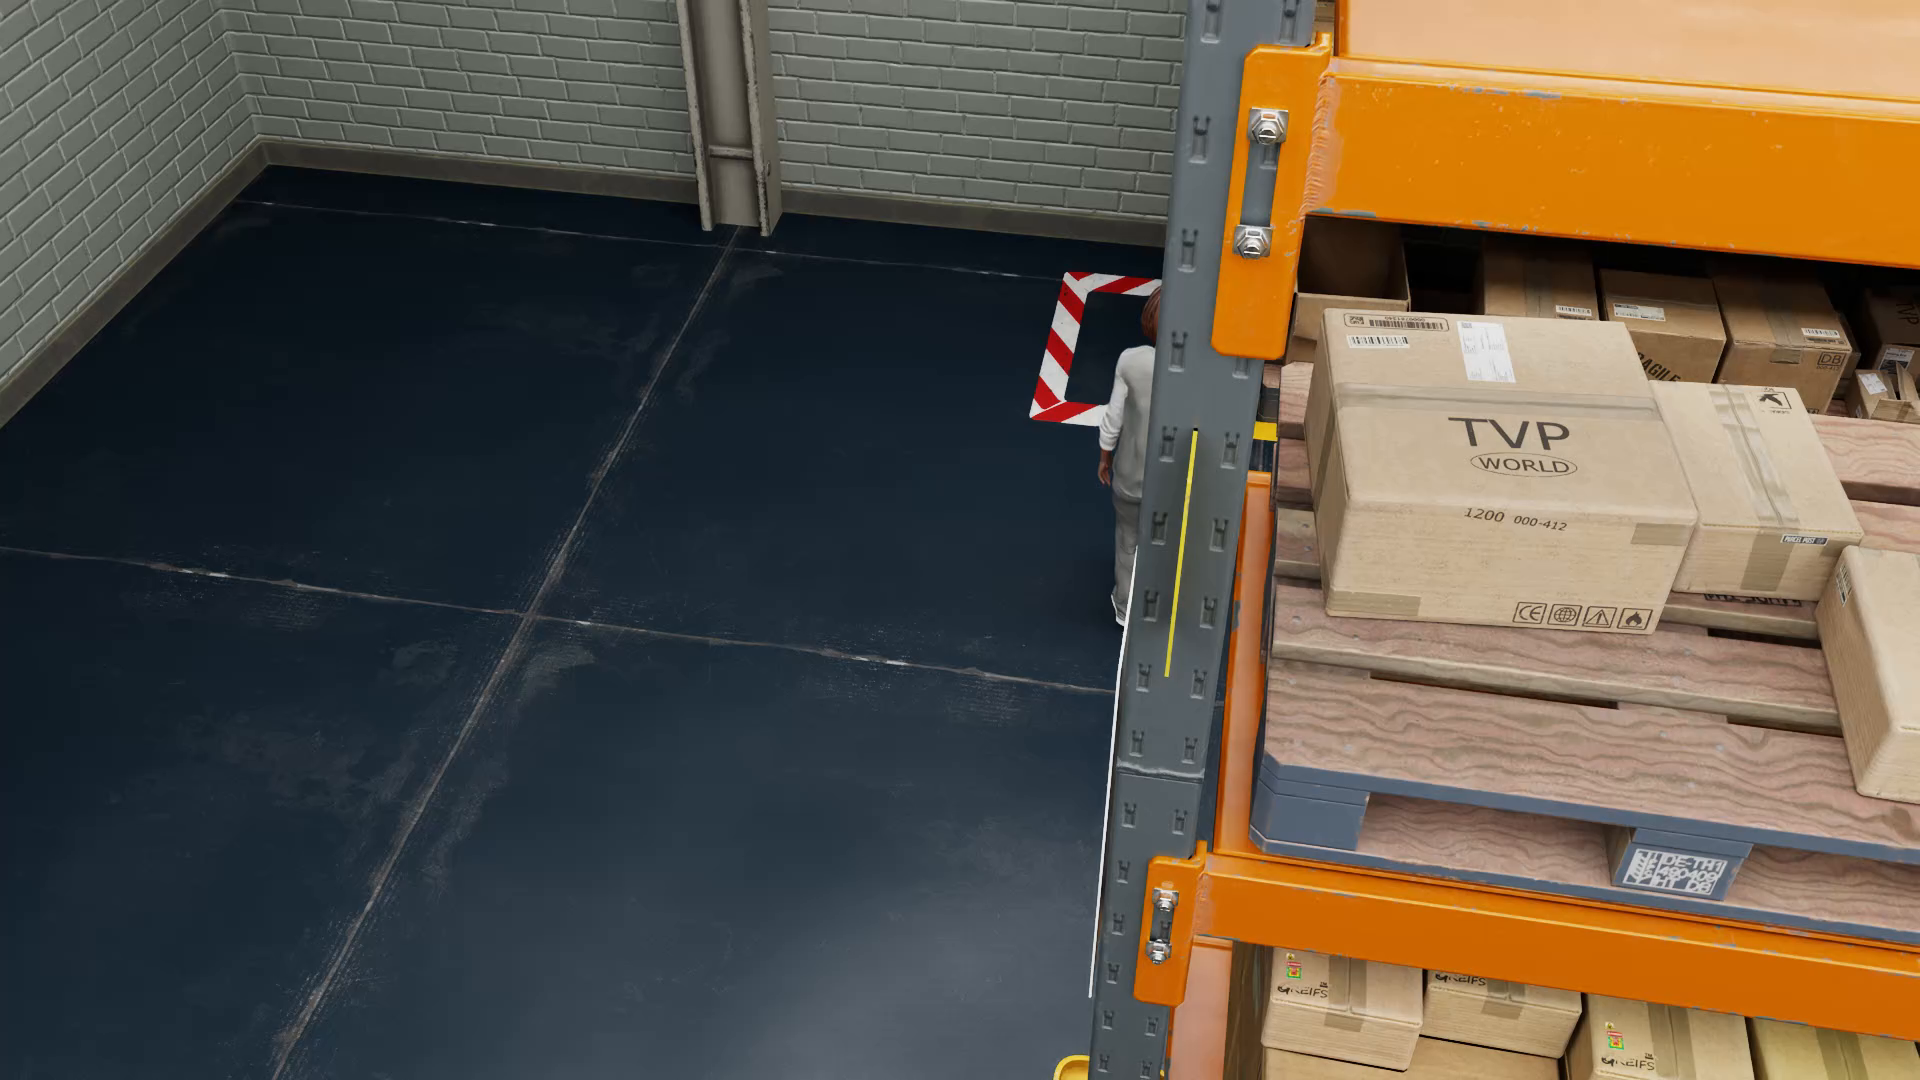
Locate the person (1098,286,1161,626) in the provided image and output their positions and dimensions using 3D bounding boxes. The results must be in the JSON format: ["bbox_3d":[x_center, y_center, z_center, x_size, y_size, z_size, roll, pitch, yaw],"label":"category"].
[{"bbox_3d":[0.774,-0.268,6.481,0.478,1.582,0.367,5,41,6],"label":"person"}]
